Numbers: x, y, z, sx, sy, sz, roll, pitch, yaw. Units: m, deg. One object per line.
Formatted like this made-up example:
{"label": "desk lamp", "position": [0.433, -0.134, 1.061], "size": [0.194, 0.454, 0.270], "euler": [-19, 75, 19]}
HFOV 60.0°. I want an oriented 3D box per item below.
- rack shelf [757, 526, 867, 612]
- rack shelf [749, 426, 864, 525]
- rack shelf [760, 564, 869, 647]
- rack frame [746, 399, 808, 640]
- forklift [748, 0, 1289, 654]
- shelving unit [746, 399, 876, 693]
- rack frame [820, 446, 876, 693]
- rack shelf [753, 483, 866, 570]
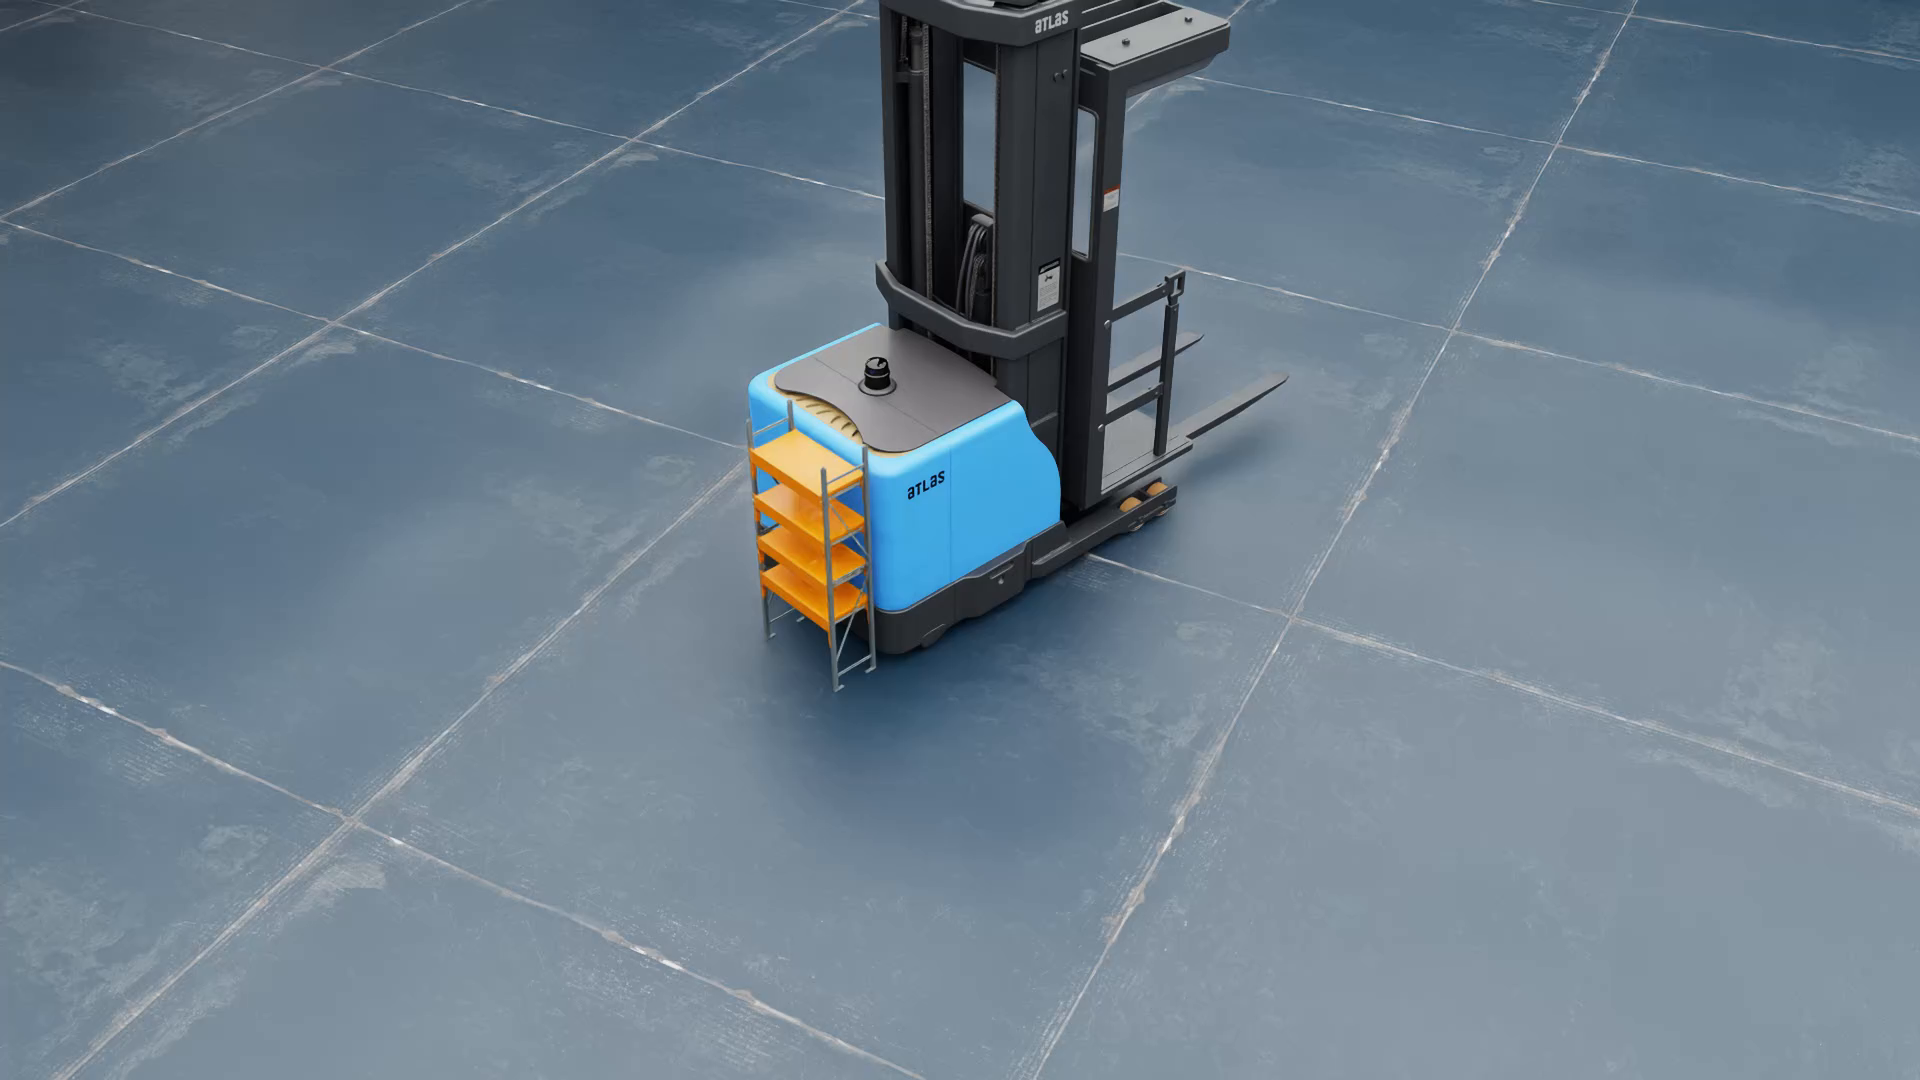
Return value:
{"label": "rack shelf", "position": [-0.638, 0.092, 7.267], "size": [0.258, 0.148, 0.480], "euler": [-30, 46, -33]}
{"label": "rack shelf", "position": [-0.636, -0.275, 6.989], "size": [0.258, 0.148, 0.480], "euler": [-30, 46, -33]}
{"label": "rack shelf", "position": [-0.638, 0.250, 7.386], "size": [0.258, 0.148, 0.480], "euler": [-30, 46, -33]}
{"label": "rack frame", "position": [-0.805, -0.069, 7.367], "size": [0.240, 1.200, 0.015], "euler": [-30, 46, -33]}
{"label": "forklift", "position": [0.460, -1.422, 7.718], "size": [3.031, 2.935, 1.130], "euler": [-29, 46, -33]}
{"label": "shelving unit", "position": [-0.637, 0.038, 7.226], "size": [0.258, 1.200, 0.503], "euler": [-30, 46, -33]}
{"label": "rack frame", "position": [-0.470, 0.146, 7.085], "size": [0.240, 1.200, 0.015], "euler": [-30, 46, -33]}
{"label": "rack shelf", "position": [-0.637, -0.086, 7.132], "size": [0.258, 0.148, 0.480], "euler": [-30, 46, -33]}
